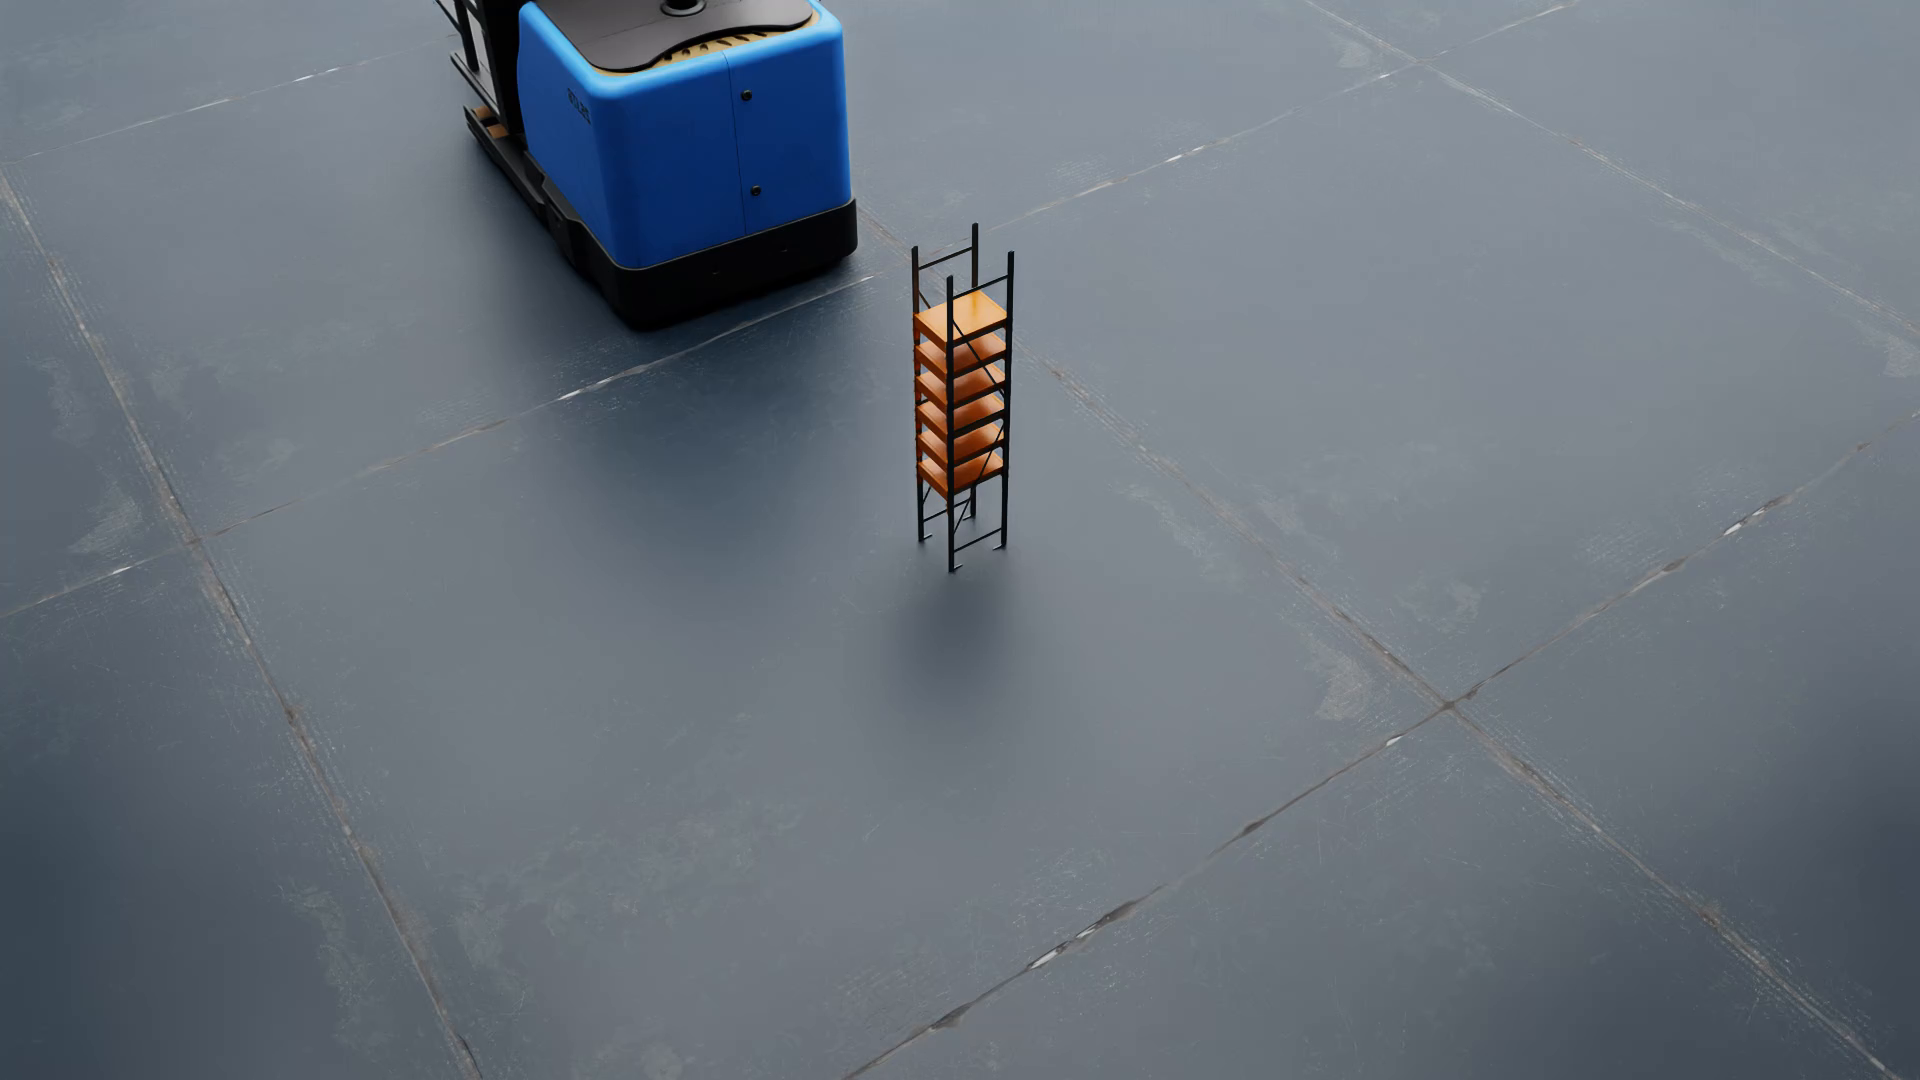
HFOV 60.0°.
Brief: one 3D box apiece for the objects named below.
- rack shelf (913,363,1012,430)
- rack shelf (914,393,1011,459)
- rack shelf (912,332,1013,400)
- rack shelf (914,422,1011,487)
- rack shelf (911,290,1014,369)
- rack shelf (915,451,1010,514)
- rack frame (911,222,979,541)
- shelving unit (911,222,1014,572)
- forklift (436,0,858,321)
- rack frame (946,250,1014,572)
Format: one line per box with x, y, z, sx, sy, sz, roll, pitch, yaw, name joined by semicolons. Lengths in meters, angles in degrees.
0.008;-0.480;5.275;0.258;0.103;0.180;-26;49;-24;rack shelf
0.008;-0.394;5.358;0.258;0.103;0.180;-26;49;-24;rack shelf
0.008;-0.567;5.192;0.258;0.103;0.180;-26;49;-24;rack shelf
0.008;-0.307;5.441;0.258;0.103;0.180;-26;49;-24;rack shelf
0.008;-0.654;5.109;0.258;0.103;0.180;-26;49;-24;rack shelf
0.008;-0.220;5.524;0.258;0.103;0.180;-26;49;-24;rack shelf
-0.044;-0.478;5.381;0.240;1.200;0.006;-26;49;-24;rack frame
0.008;-0.426;5.327;0.258;1.200;0.189;-26;49;-24;shelving unit
-1.613;-2.926;6.693;1.130;2.935;3.031;-22;48;-22;forklift
0.061;-0.374;5.273;0.240;1.200;0.006;-26;49;-24;rack frame
